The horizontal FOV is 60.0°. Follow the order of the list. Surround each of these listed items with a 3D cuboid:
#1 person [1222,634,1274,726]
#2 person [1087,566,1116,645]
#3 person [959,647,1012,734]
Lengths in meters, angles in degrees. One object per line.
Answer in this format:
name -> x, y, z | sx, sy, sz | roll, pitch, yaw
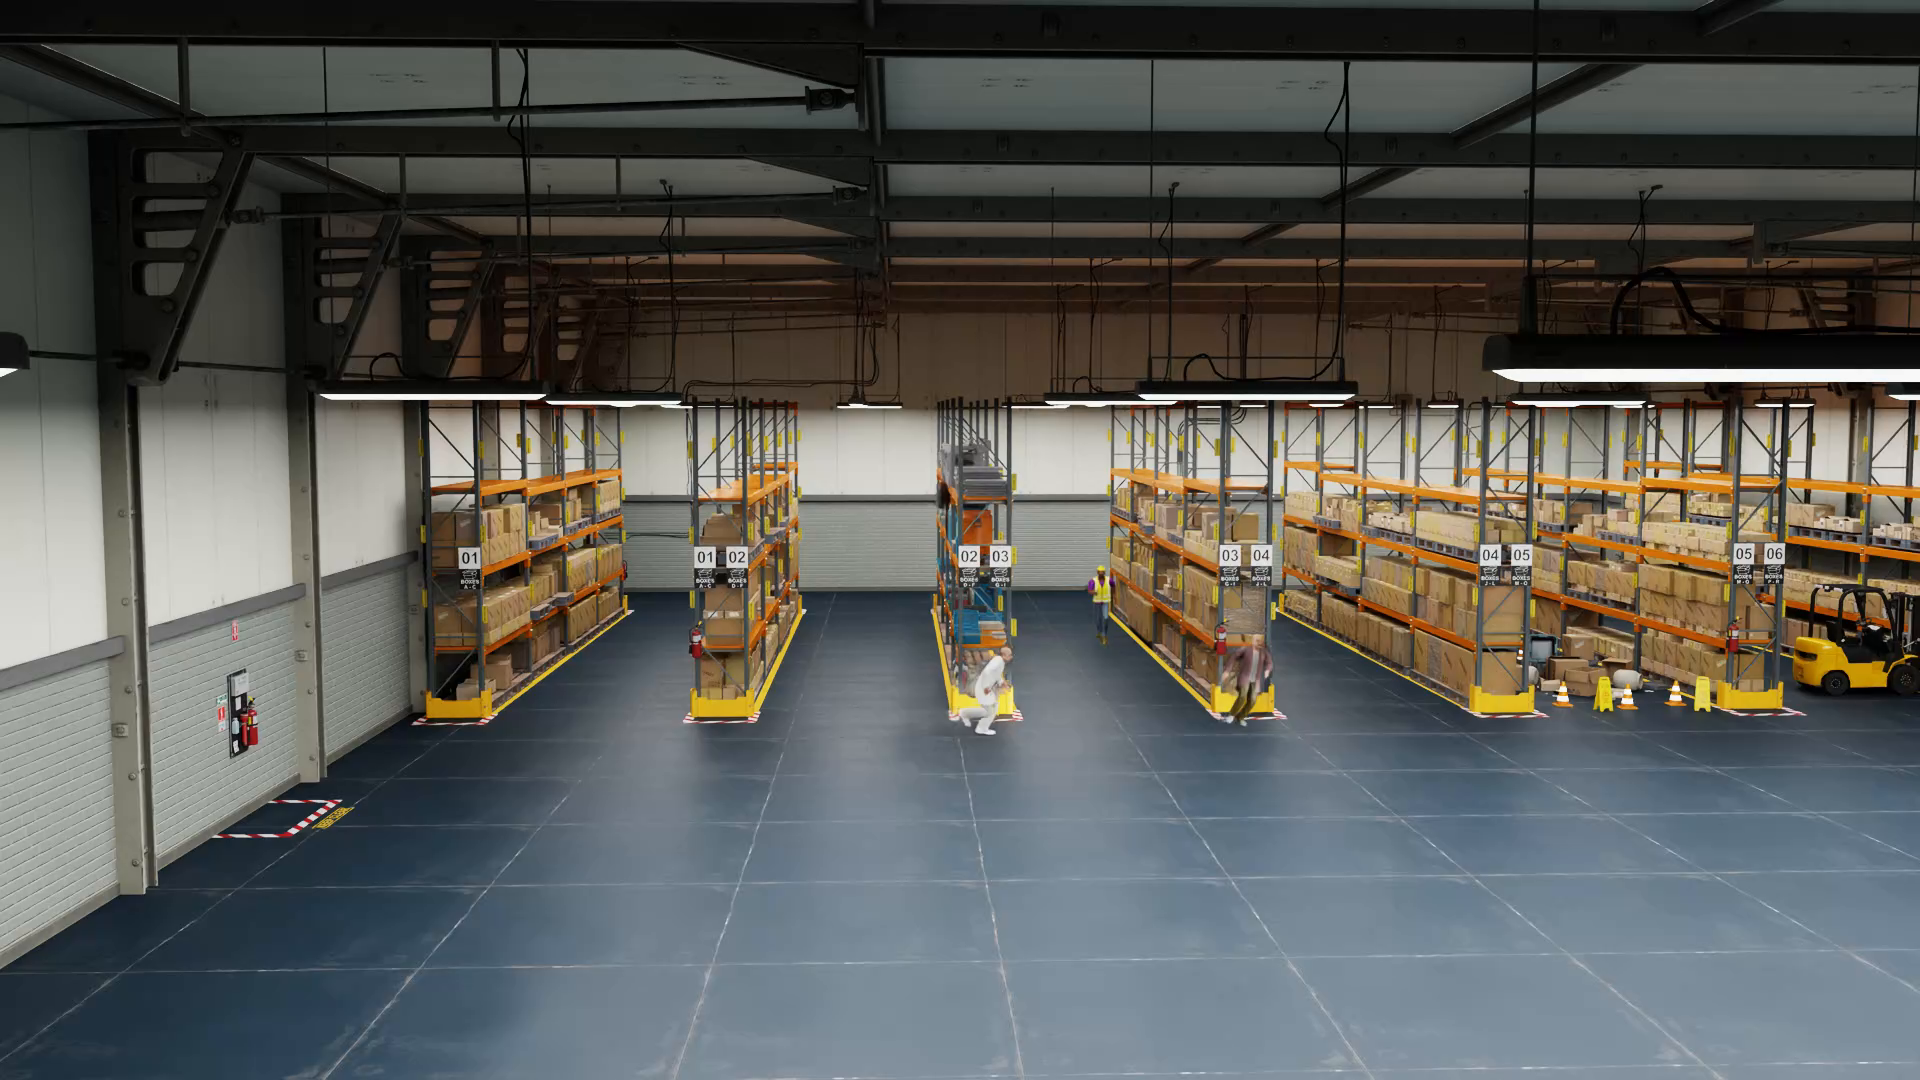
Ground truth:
person -> 5.291, 2.568, 30.310 | 0.902, 1.707, 0.677 | -1, 5, -16
person -> 3.359, 1.541, 39.400 | 0.679, 1.876, 0.804 | 0, 4, 4
person -> 0.445, 2.673, 29.439 | 0.963, 1.581, 0.729 | 1, 4, 10
